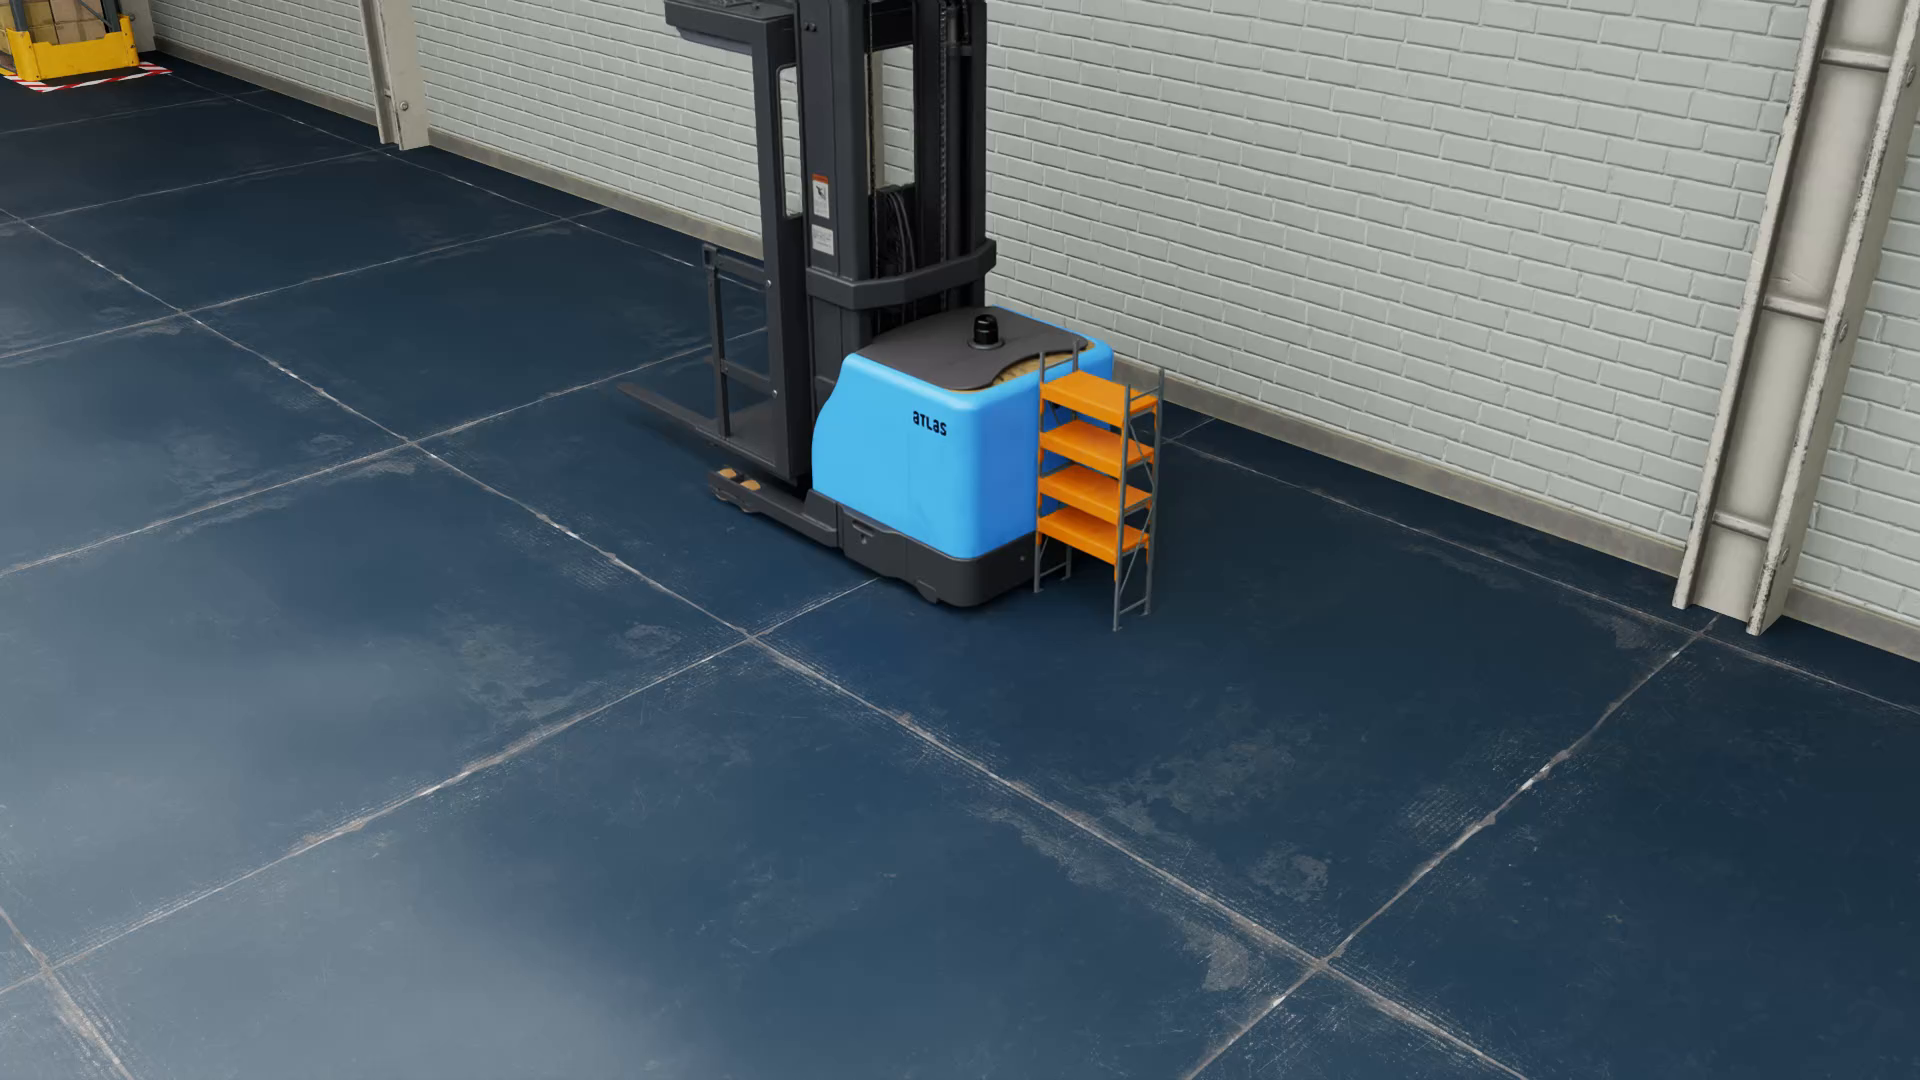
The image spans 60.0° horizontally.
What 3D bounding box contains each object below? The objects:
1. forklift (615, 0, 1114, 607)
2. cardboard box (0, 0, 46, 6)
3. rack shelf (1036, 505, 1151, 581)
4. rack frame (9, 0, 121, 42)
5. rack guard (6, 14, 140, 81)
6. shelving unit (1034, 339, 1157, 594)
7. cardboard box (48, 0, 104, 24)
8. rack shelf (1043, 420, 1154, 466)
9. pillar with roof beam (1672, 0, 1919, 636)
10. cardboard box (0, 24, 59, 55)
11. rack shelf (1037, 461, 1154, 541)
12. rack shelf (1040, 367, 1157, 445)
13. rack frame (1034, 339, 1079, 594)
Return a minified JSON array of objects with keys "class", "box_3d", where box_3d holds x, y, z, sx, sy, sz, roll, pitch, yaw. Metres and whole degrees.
[{"class":"forklift","box_3d":[-0.663,-1.585,8.115,1.130,2.935,3.031,-24,36,-38]},{"class":"cardboard box","box_3d":[-9.984,-5.818,17.520,0.500,0.250,0.500,-24,36,-38]},{"class":"rack shelf","box_3d":[0.608,-0.003,7.538,0.258,0.148,0.480,-24,36,-38]},{"class":"rack frame","box_3d":[-15.431,-8.735,18.622,12.086,5.808,5.935,25,36,38]},{"class":"rack guard","box_3d":[-9.420,-5.246,17.689,0.348,0.500,1.175,25,36,38]},{"class":"shelving unit","box_3d":[0.604,-0.240,7.418,0.258,1.200,0.492,-24,36,-38]},{"class":"cardboard box","box_3d":[-9.627,-5.772,17.971,0.500,0.250,0.500,-25,36,-38]},{"class":"rack shelf","box_3d":[0.608,-0.424,7.316,0.221,0.021,0.457,-24,36,-38]},{"class":"pillar with roof beam","box_3d":[0.515,-2.239,2.840,0.400,9.000,9.100,25,36,38]},{"class":"cardboard box","box_3d":[-9.994,-5.377,17.756,0.500,0.250,0.500,25,37,39]},{"class":"rack shelf","box_3d":[0.608,-0.179,7.445,0.258,0.148,0.480,-24,36,-38]},{"class":"rack shelf","box_3d":[0.608,-0.586,7.231,0.258,0.148,0.480,-24,36,-38]},{"class":"rack frame","box_3d":[0.437,-0.319,7.568,0.240,1.200,0.015,-24,36,-38]}]
